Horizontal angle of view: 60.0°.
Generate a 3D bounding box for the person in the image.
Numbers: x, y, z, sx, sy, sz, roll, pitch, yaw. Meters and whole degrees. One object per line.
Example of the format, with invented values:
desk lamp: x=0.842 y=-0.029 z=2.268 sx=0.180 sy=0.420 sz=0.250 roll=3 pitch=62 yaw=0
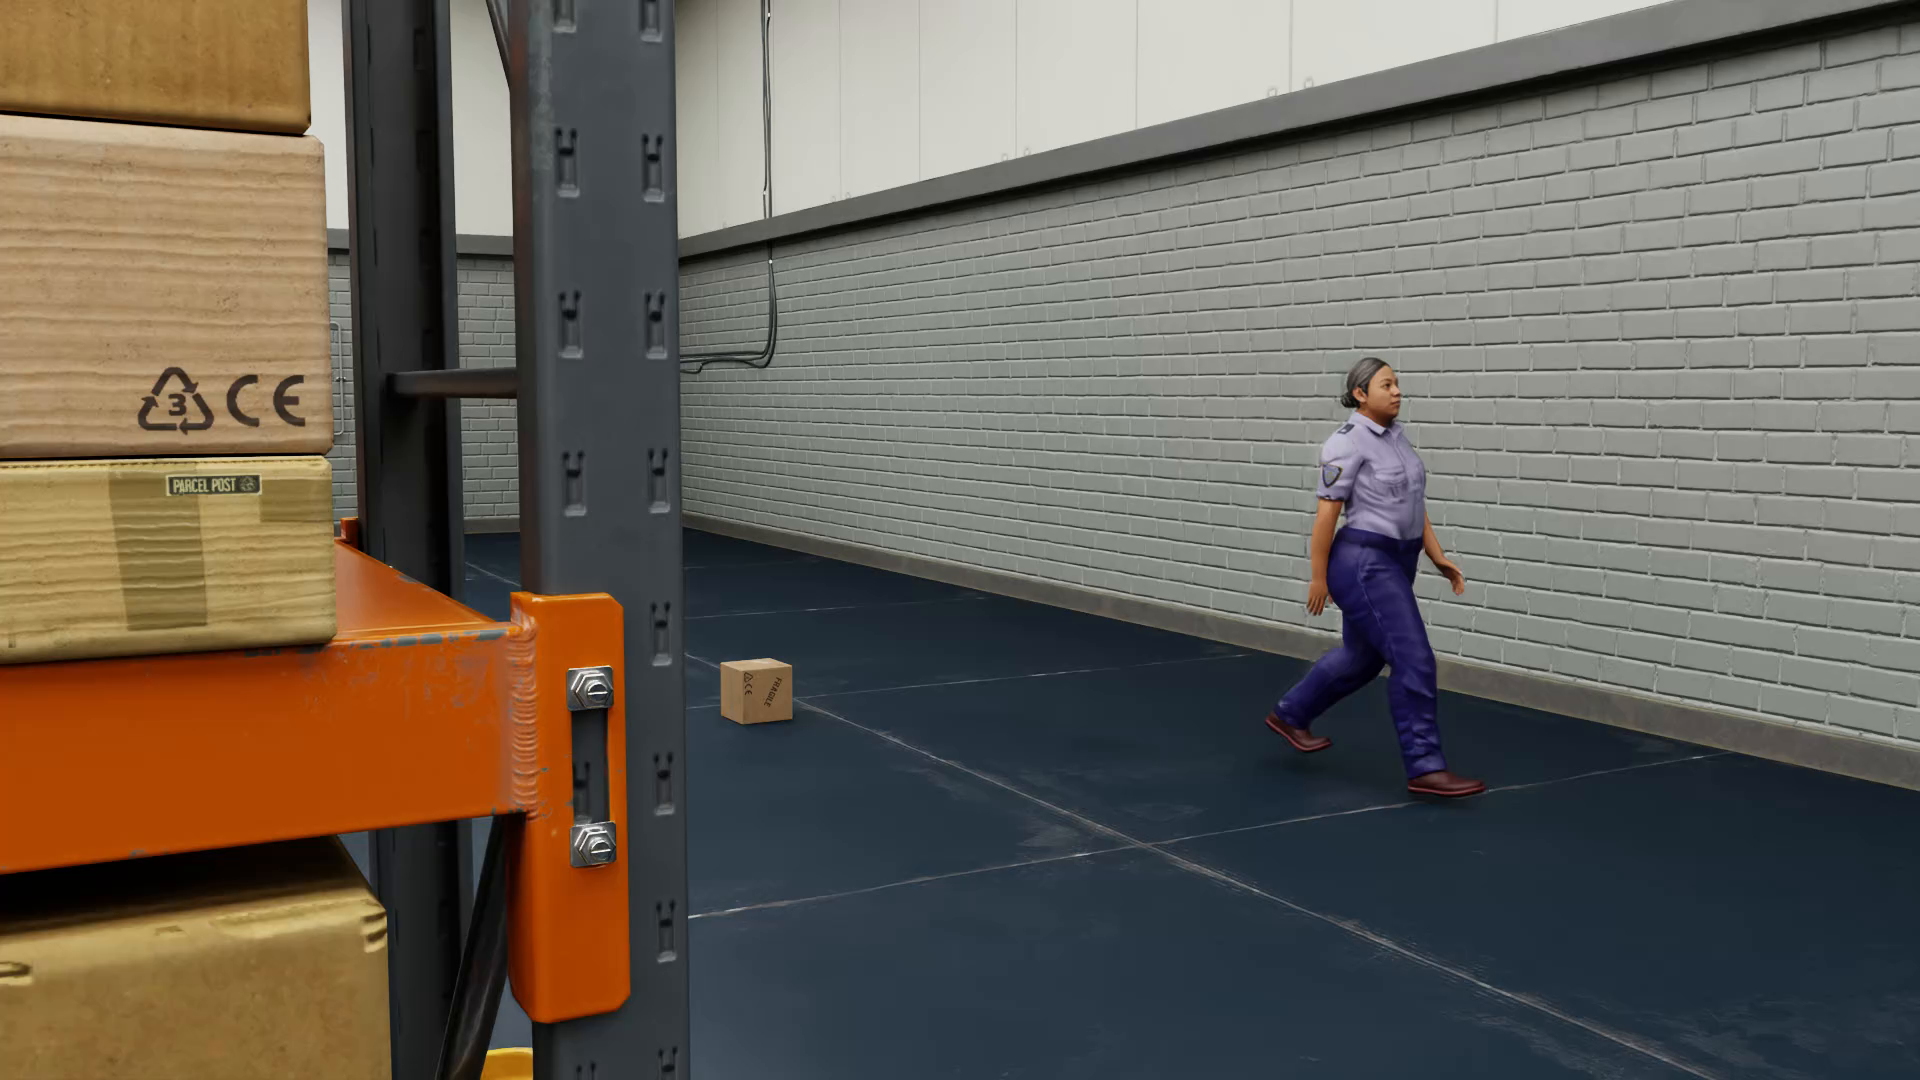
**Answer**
person: x=1.564 y=0.112 z=6.279 sx=0.992 sy=1.597 sz=0.484 roll=4 pitch=7 yaw=38
